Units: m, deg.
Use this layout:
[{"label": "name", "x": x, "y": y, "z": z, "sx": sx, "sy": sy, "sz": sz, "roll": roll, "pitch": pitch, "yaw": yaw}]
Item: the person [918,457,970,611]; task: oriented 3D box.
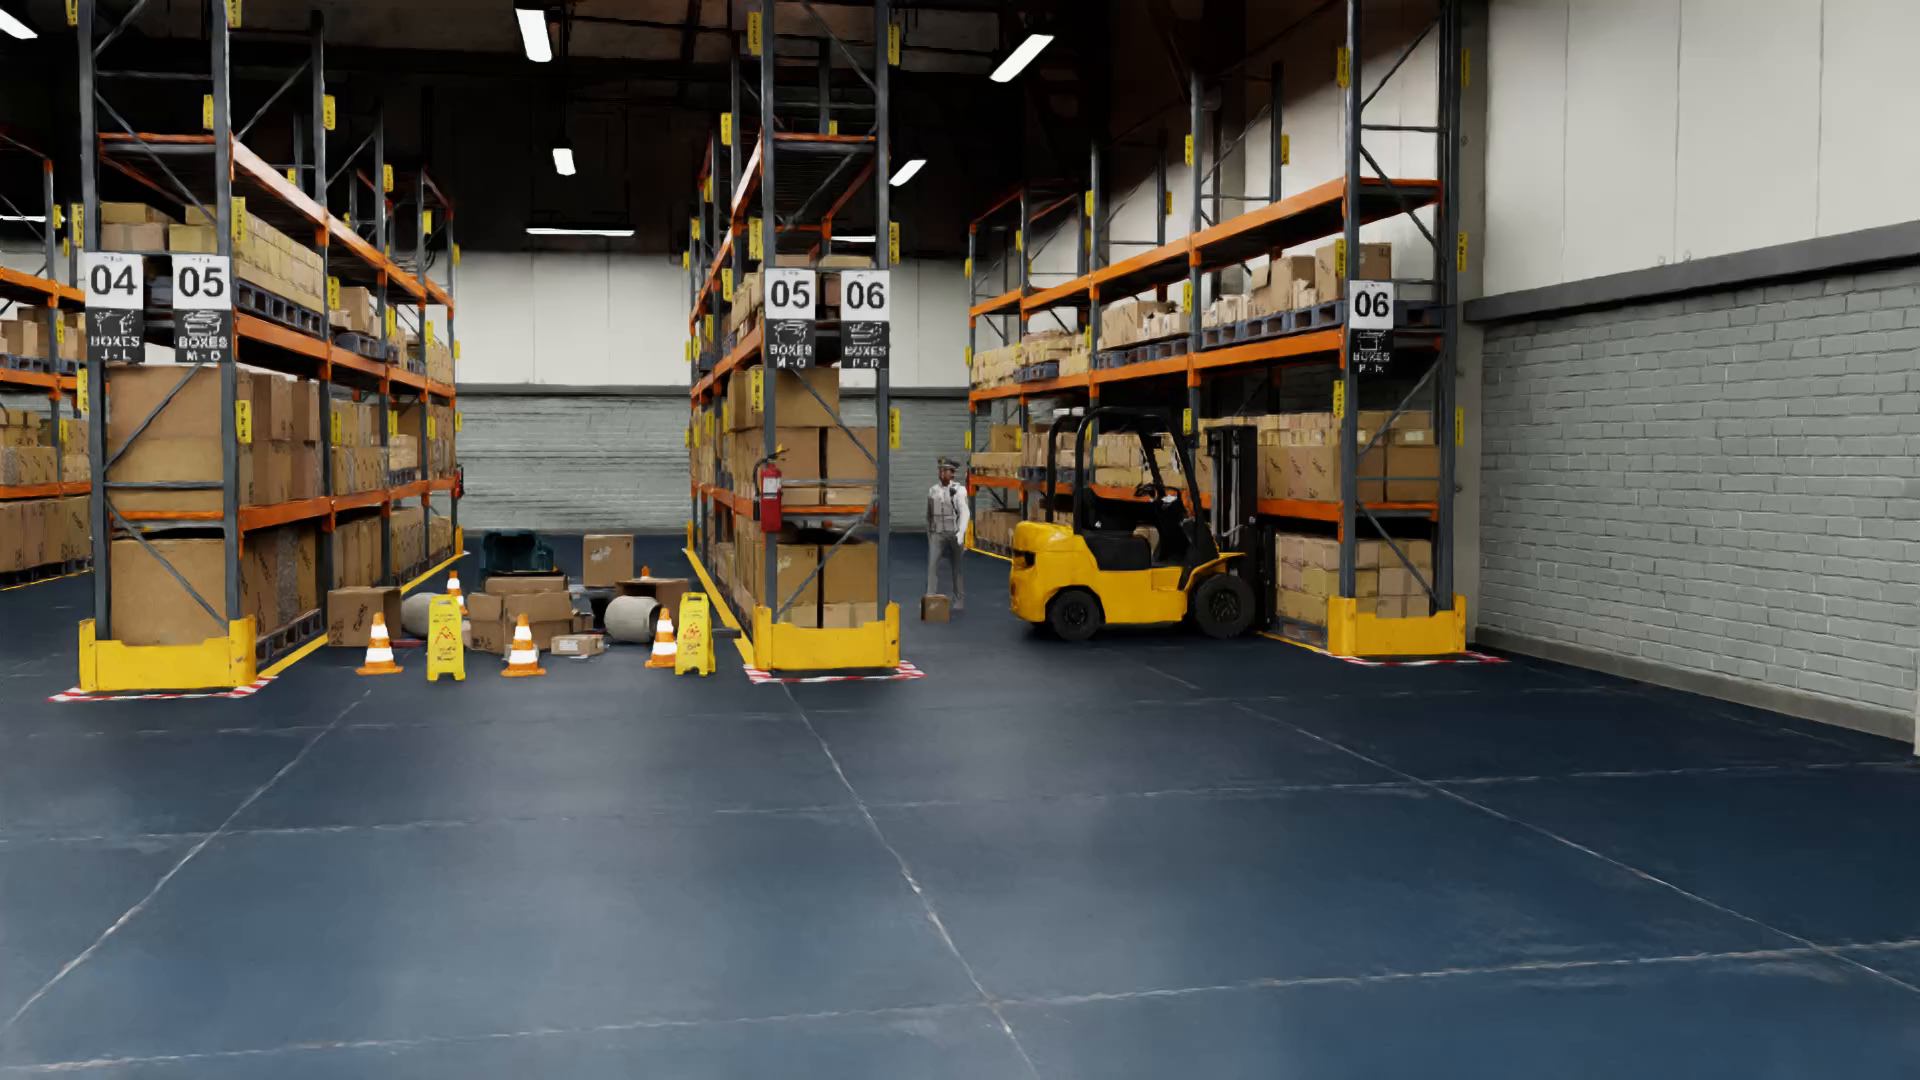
[{"label": "person", "x": -0.162, "y": -0.063, "z": 17.839, "sx": 0.529, "sy": 1.656, "sz": 0.854, "roll": 1, "pitch": 3, "yaw": 14}]
